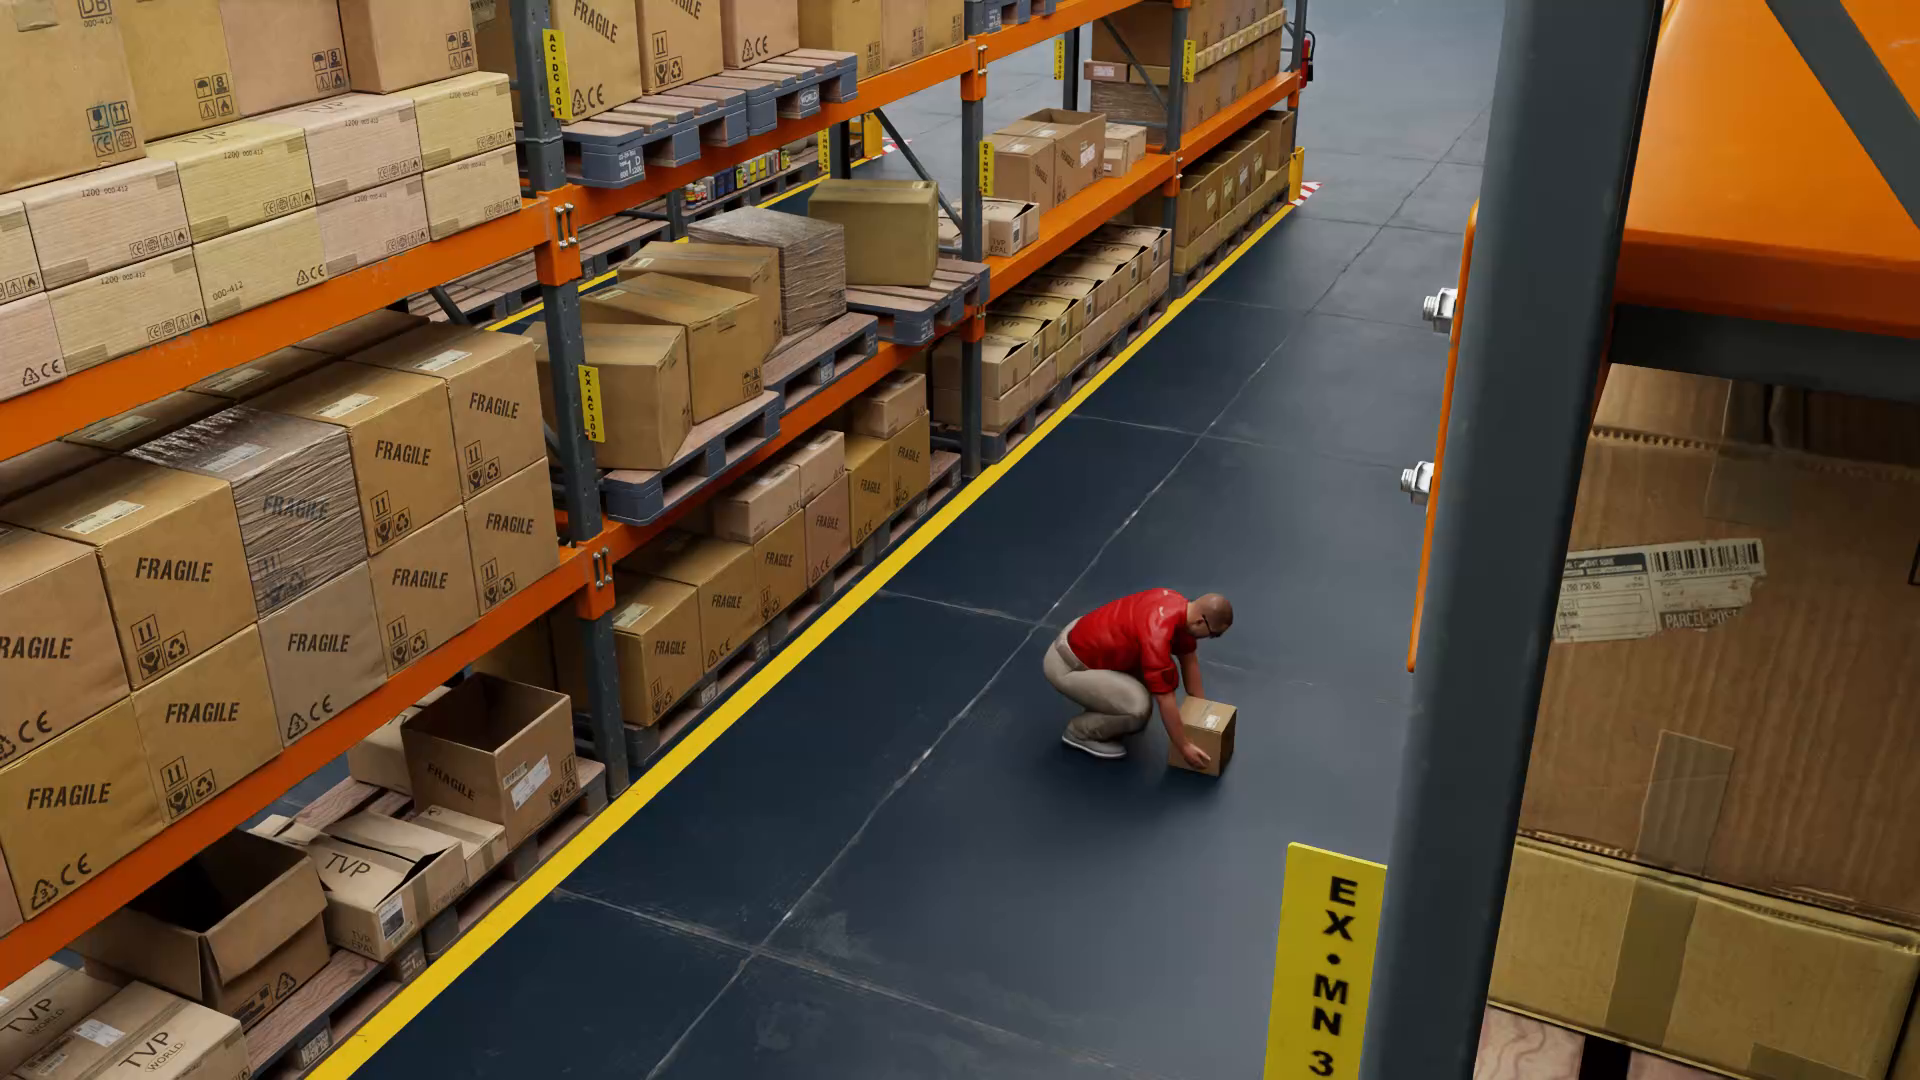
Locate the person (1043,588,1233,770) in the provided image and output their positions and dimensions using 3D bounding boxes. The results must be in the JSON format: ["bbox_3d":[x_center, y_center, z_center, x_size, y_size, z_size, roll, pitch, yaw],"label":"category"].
[{"bbox_3d":[0.869,0.625,7.913,0.807,0.806,0.555,11,28,22],"label":"person"}]
